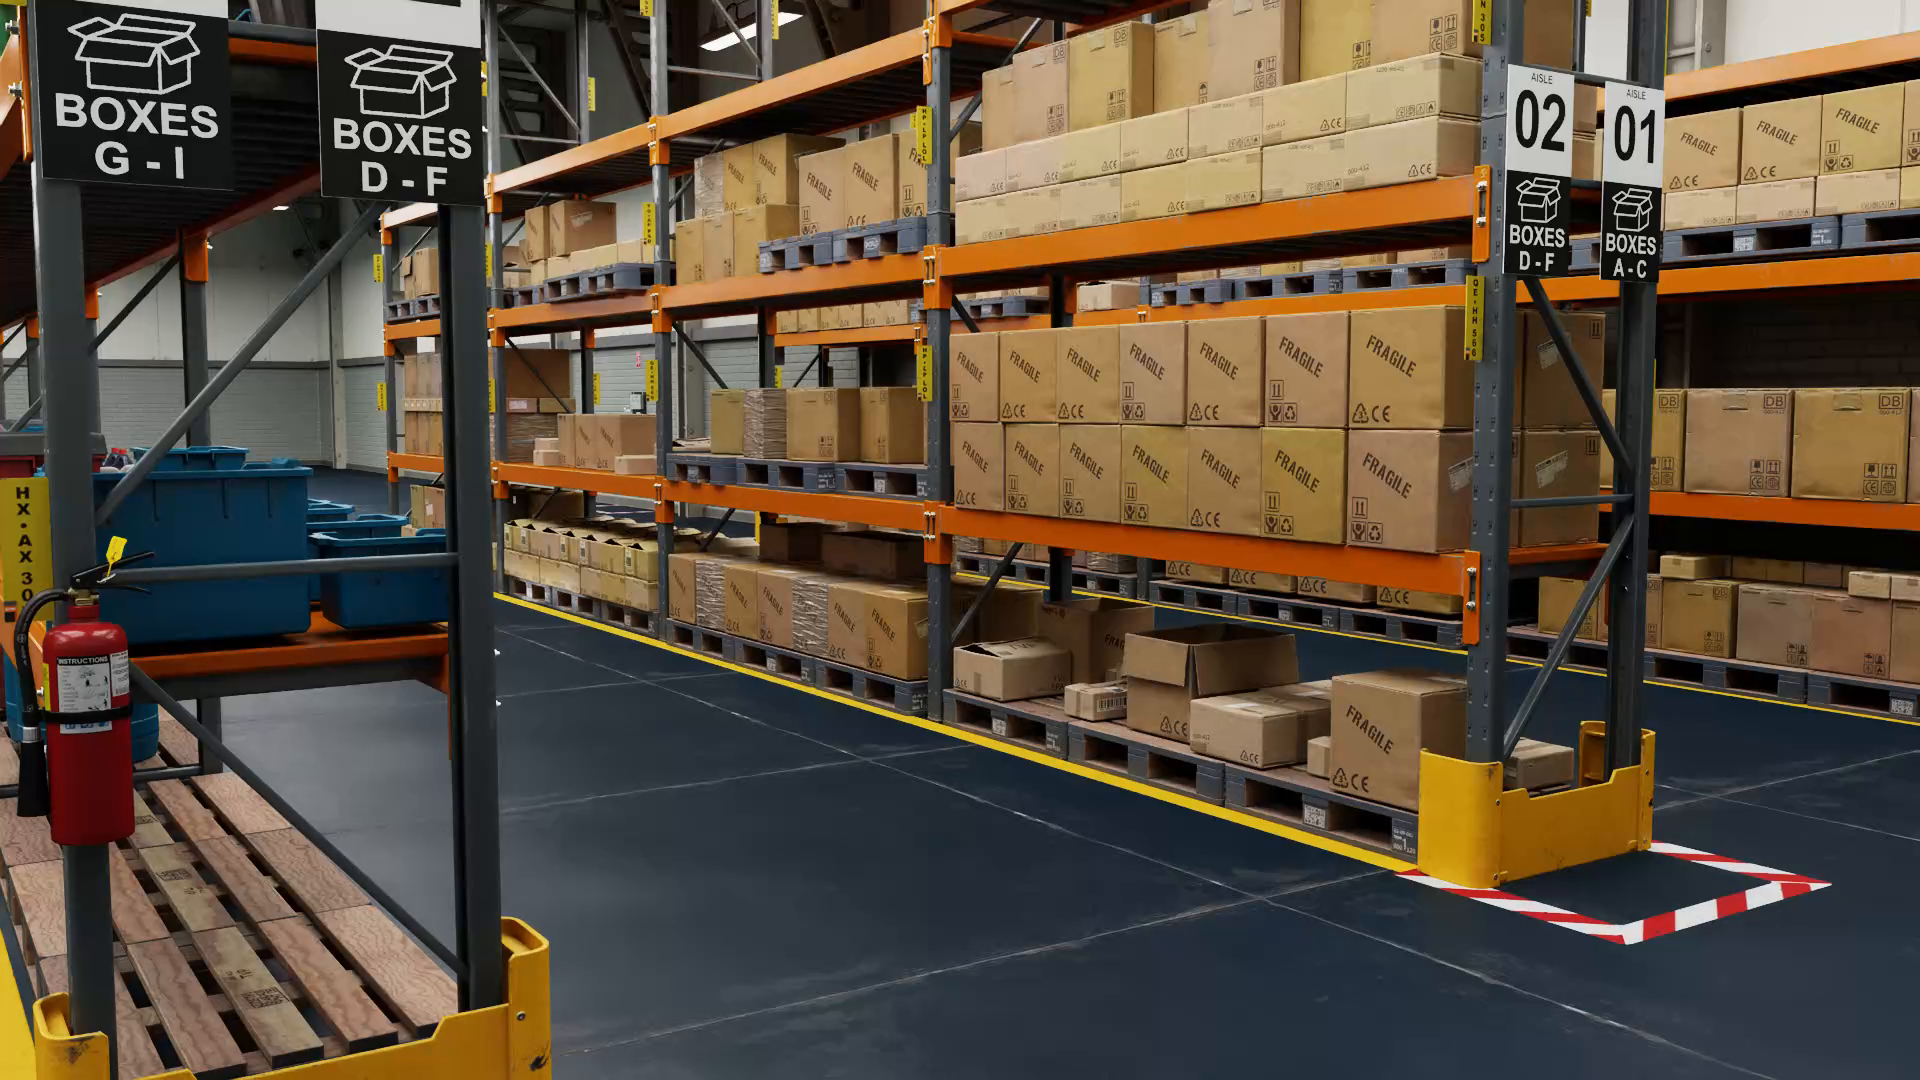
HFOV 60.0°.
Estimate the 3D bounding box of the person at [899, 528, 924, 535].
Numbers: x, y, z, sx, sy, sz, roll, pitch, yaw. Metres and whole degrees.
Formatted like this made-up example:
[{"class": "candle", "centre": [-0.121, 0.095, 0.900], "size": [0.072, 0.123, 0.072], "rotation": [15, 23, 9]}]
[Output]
[{"class": "person", "centre": [-0.319, -0.179, 15.186], "size": [0.538, 1.666, 0.465], "rotation": [-3, 6, -33]}]
